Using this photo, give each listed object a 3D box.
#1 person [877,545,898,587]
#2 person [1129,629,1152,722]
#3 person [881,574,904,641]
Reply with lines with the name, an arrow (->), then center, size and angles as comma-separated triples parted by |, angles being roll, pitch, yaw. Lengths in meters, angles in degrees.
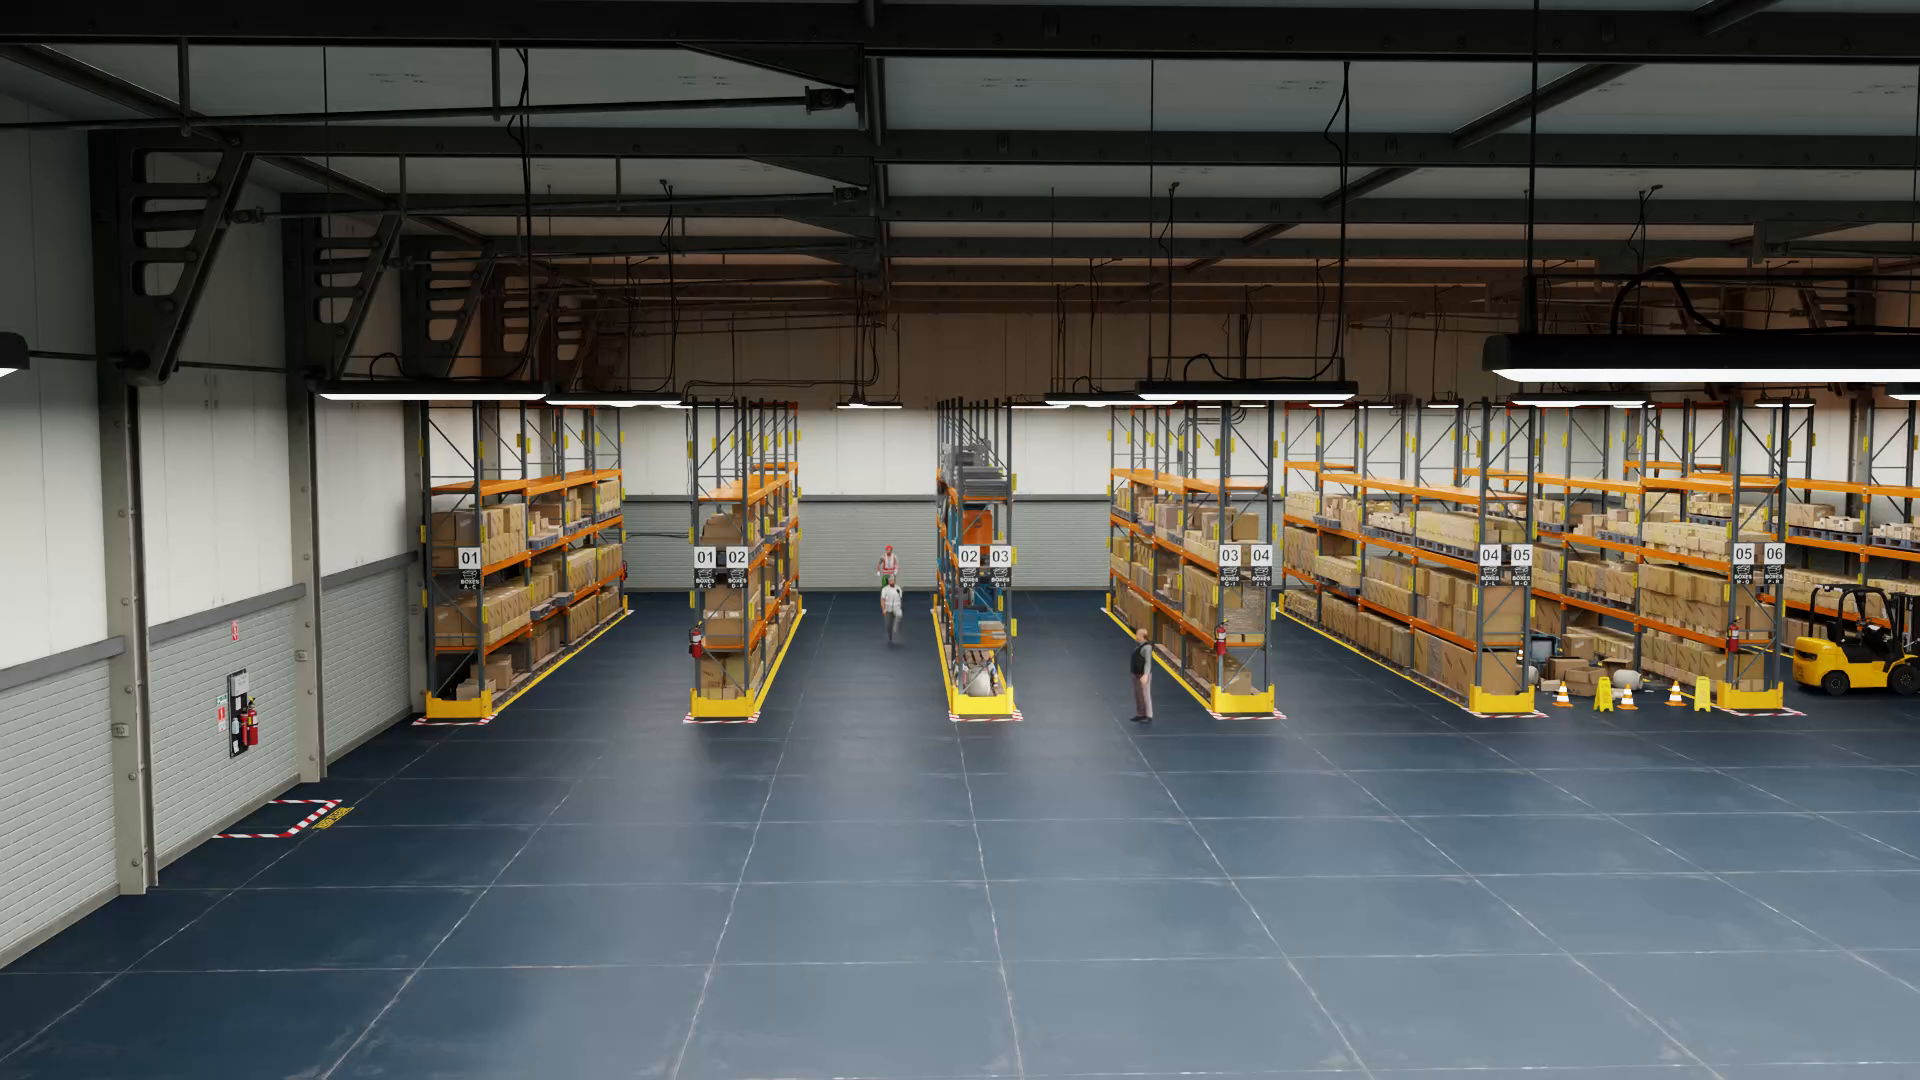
person -> -2.156, 1.073, 49.548 | 0.642, 1.851, 0.746 | 0, 4, -6
person -> 3.340, 2.503, 30.651 | 0.384, 1.750, 0.578 | -2, 5, -26
person -> -1.664, 1.687, 40.776 | 0.566, 1.683, 1.032 | 0, 4, 2
